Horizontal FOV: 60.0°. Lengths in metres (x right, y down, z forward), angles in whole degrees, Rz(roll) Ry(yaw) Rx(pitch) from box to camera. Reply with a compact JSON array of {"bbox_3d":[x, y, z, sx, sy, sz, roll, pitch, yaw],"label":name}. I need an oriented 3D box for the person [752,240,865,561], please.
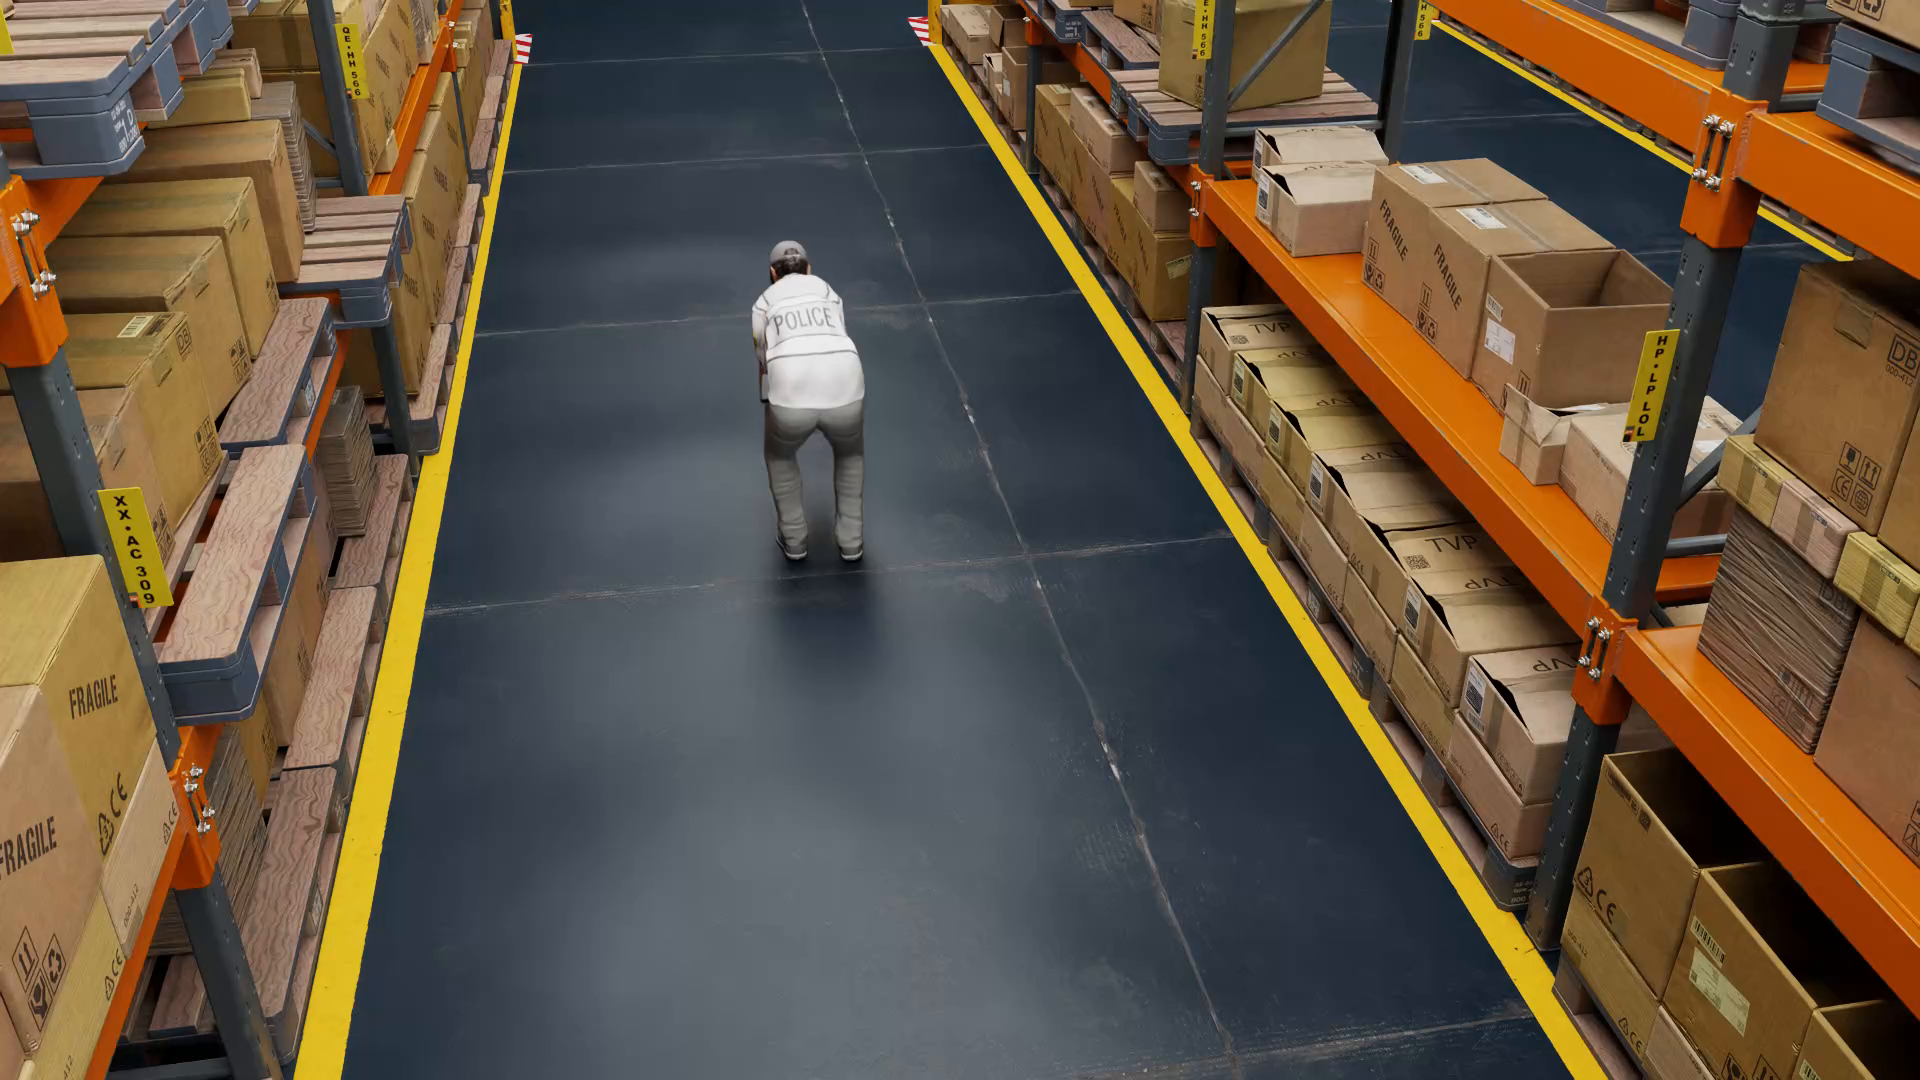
[{"bbox_3d":[-0.681,-0.603,7.477,0.465,1.325,0.872,-6,31,-10],"label":"person"}]
